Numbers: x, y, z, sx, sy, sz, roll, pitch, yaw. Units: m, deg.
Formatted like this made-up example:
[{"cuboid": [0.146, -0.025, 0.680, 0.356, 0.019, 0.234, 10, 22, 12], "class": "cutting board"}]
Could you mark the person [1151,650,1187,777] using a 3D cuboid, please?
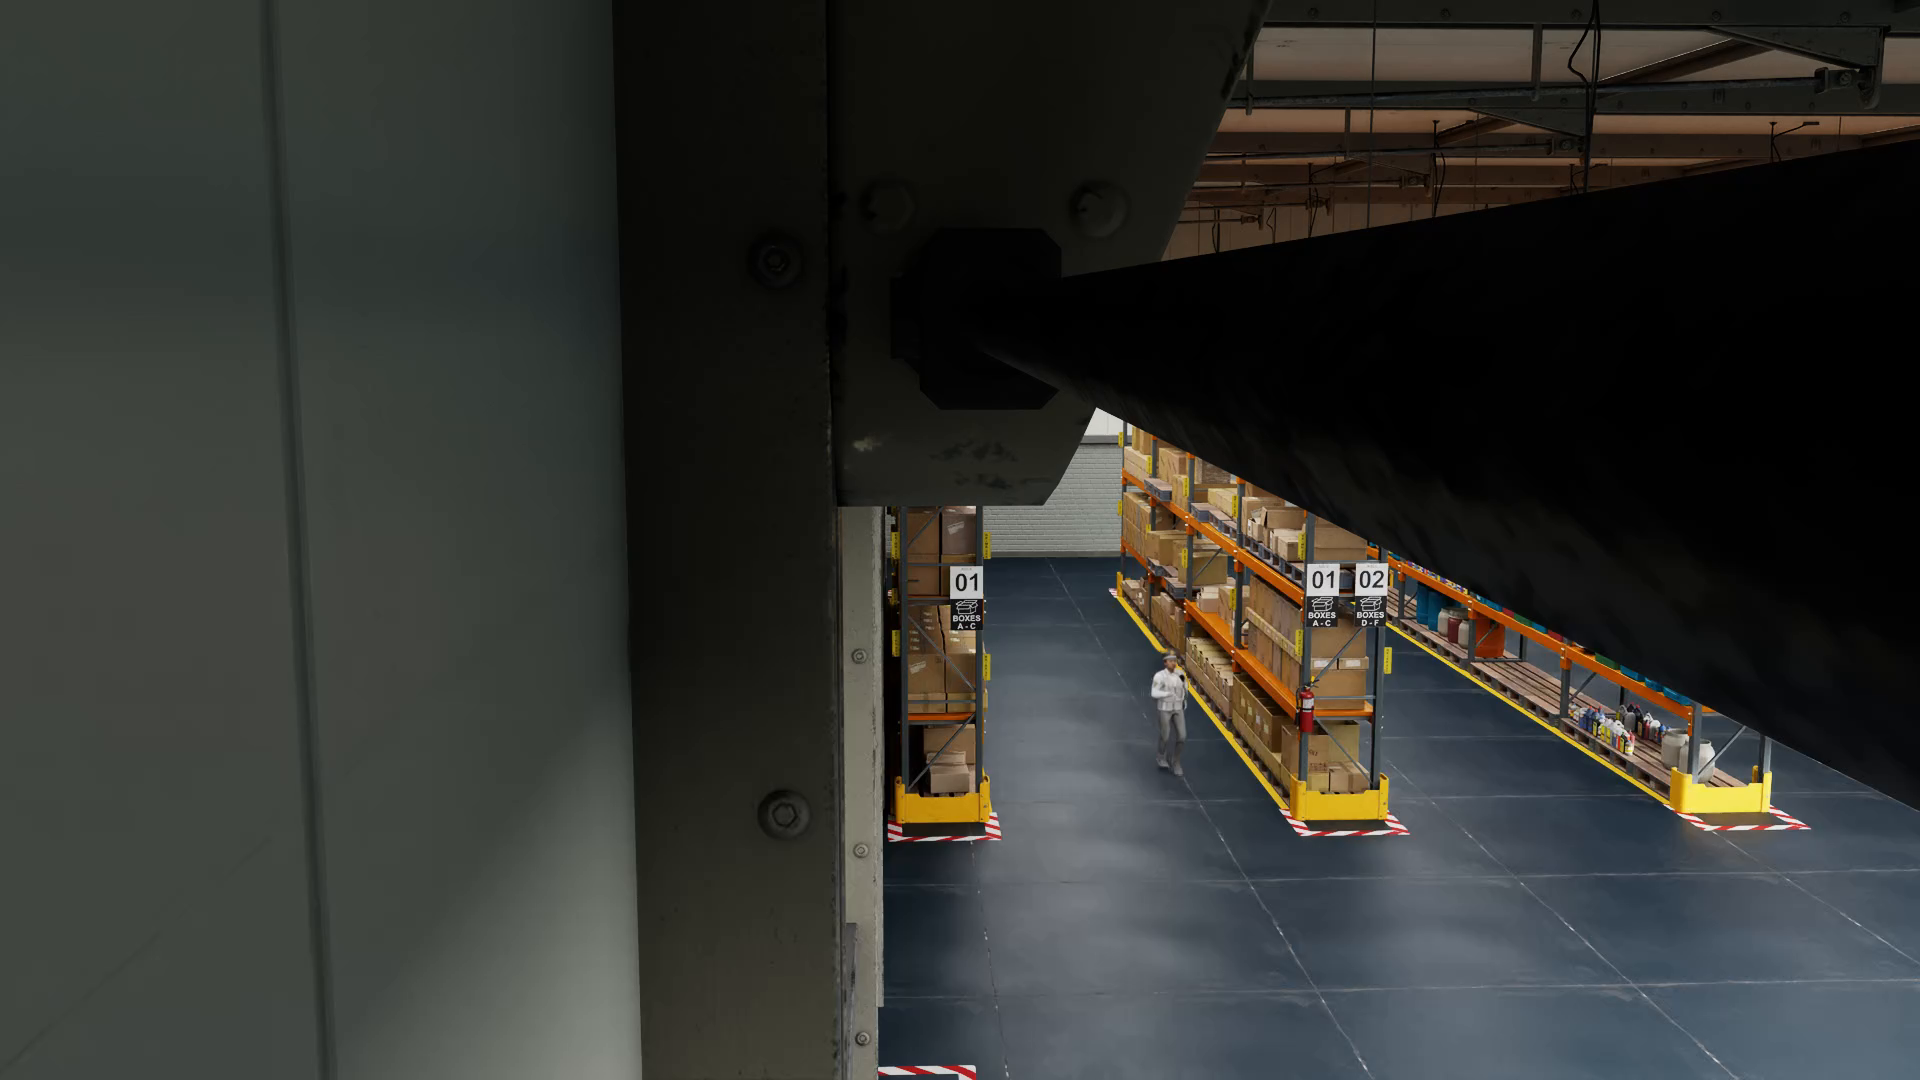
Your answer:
[{"cuboid": [2.871, 2.342, 22.557, 0.592, 1.728, 0.684, -2, 8, -11], "class": "person"}]
